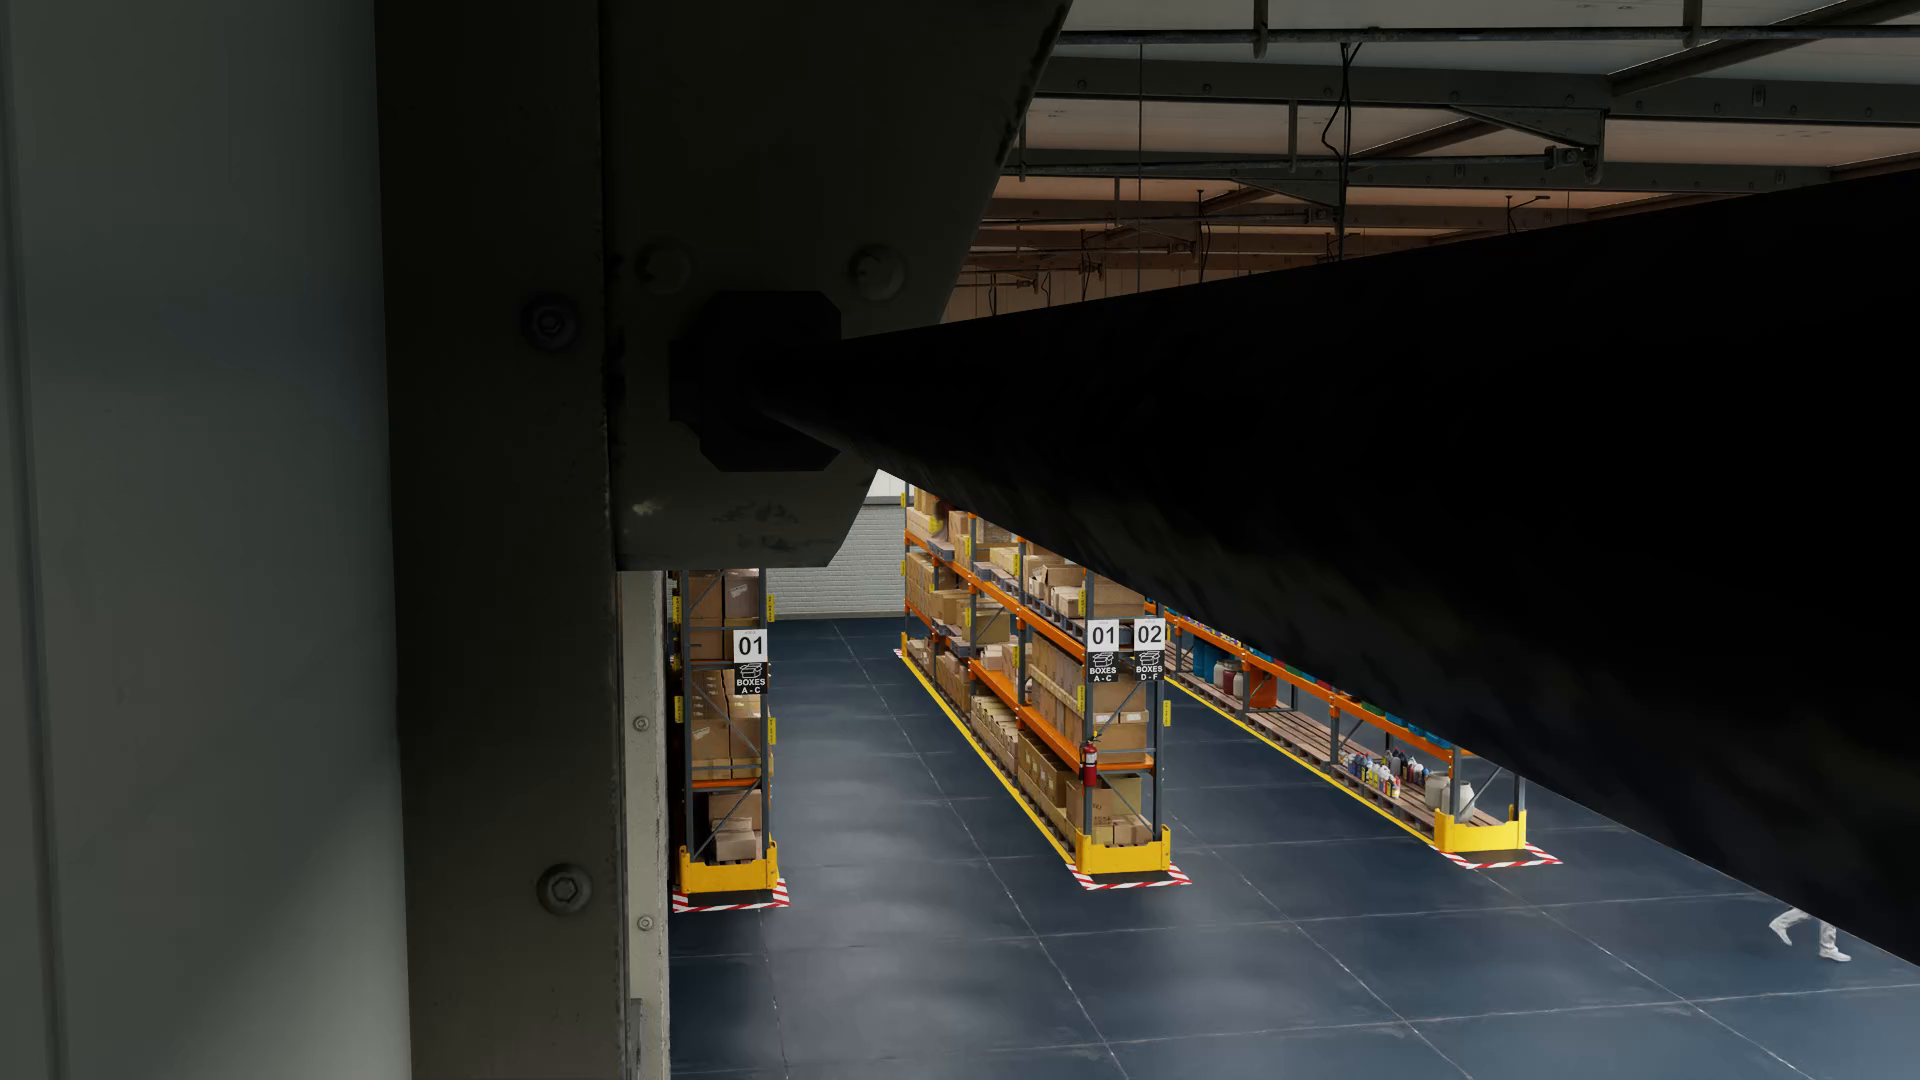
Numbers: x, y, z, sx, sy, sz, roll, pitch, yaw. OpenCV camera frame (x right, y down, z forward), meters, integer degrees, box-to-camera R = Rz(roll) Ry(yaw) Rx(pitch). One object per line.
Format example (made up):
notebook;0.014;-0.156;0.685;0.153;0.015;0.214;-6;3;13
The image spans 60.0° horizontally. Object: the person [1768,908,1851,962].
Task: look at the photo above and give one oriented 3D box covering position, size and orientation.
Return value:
person;9.140;3.602;17.808;0.804;1.775;0.688;2;6;18
